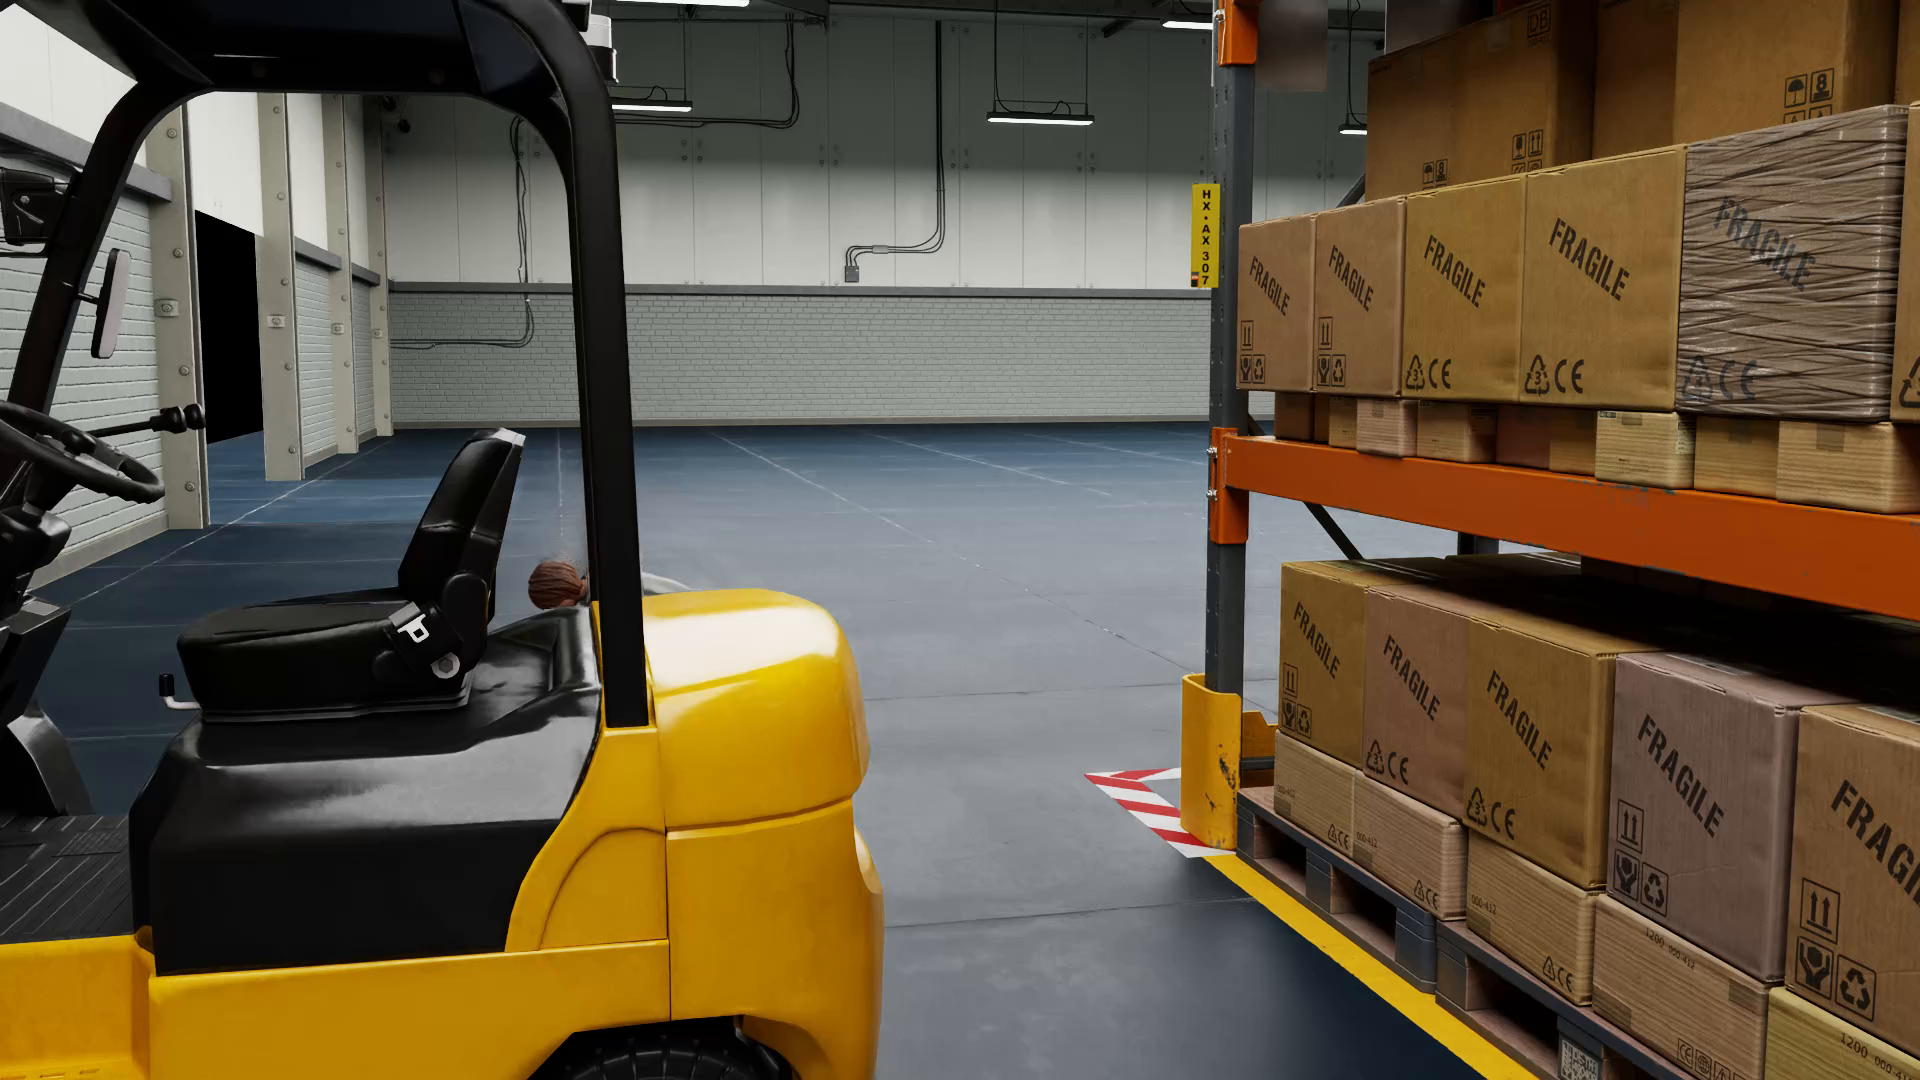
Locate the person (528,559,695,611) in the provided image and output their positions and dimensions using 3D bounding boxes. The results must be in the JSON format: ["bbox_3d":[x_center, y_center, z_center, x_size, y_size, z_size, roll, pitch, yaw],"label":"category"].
[{"bbox_3d":[-1.425,0.453,7.167,0.830,0.757,0.435,-2,7,-14],"label":"person"}]
